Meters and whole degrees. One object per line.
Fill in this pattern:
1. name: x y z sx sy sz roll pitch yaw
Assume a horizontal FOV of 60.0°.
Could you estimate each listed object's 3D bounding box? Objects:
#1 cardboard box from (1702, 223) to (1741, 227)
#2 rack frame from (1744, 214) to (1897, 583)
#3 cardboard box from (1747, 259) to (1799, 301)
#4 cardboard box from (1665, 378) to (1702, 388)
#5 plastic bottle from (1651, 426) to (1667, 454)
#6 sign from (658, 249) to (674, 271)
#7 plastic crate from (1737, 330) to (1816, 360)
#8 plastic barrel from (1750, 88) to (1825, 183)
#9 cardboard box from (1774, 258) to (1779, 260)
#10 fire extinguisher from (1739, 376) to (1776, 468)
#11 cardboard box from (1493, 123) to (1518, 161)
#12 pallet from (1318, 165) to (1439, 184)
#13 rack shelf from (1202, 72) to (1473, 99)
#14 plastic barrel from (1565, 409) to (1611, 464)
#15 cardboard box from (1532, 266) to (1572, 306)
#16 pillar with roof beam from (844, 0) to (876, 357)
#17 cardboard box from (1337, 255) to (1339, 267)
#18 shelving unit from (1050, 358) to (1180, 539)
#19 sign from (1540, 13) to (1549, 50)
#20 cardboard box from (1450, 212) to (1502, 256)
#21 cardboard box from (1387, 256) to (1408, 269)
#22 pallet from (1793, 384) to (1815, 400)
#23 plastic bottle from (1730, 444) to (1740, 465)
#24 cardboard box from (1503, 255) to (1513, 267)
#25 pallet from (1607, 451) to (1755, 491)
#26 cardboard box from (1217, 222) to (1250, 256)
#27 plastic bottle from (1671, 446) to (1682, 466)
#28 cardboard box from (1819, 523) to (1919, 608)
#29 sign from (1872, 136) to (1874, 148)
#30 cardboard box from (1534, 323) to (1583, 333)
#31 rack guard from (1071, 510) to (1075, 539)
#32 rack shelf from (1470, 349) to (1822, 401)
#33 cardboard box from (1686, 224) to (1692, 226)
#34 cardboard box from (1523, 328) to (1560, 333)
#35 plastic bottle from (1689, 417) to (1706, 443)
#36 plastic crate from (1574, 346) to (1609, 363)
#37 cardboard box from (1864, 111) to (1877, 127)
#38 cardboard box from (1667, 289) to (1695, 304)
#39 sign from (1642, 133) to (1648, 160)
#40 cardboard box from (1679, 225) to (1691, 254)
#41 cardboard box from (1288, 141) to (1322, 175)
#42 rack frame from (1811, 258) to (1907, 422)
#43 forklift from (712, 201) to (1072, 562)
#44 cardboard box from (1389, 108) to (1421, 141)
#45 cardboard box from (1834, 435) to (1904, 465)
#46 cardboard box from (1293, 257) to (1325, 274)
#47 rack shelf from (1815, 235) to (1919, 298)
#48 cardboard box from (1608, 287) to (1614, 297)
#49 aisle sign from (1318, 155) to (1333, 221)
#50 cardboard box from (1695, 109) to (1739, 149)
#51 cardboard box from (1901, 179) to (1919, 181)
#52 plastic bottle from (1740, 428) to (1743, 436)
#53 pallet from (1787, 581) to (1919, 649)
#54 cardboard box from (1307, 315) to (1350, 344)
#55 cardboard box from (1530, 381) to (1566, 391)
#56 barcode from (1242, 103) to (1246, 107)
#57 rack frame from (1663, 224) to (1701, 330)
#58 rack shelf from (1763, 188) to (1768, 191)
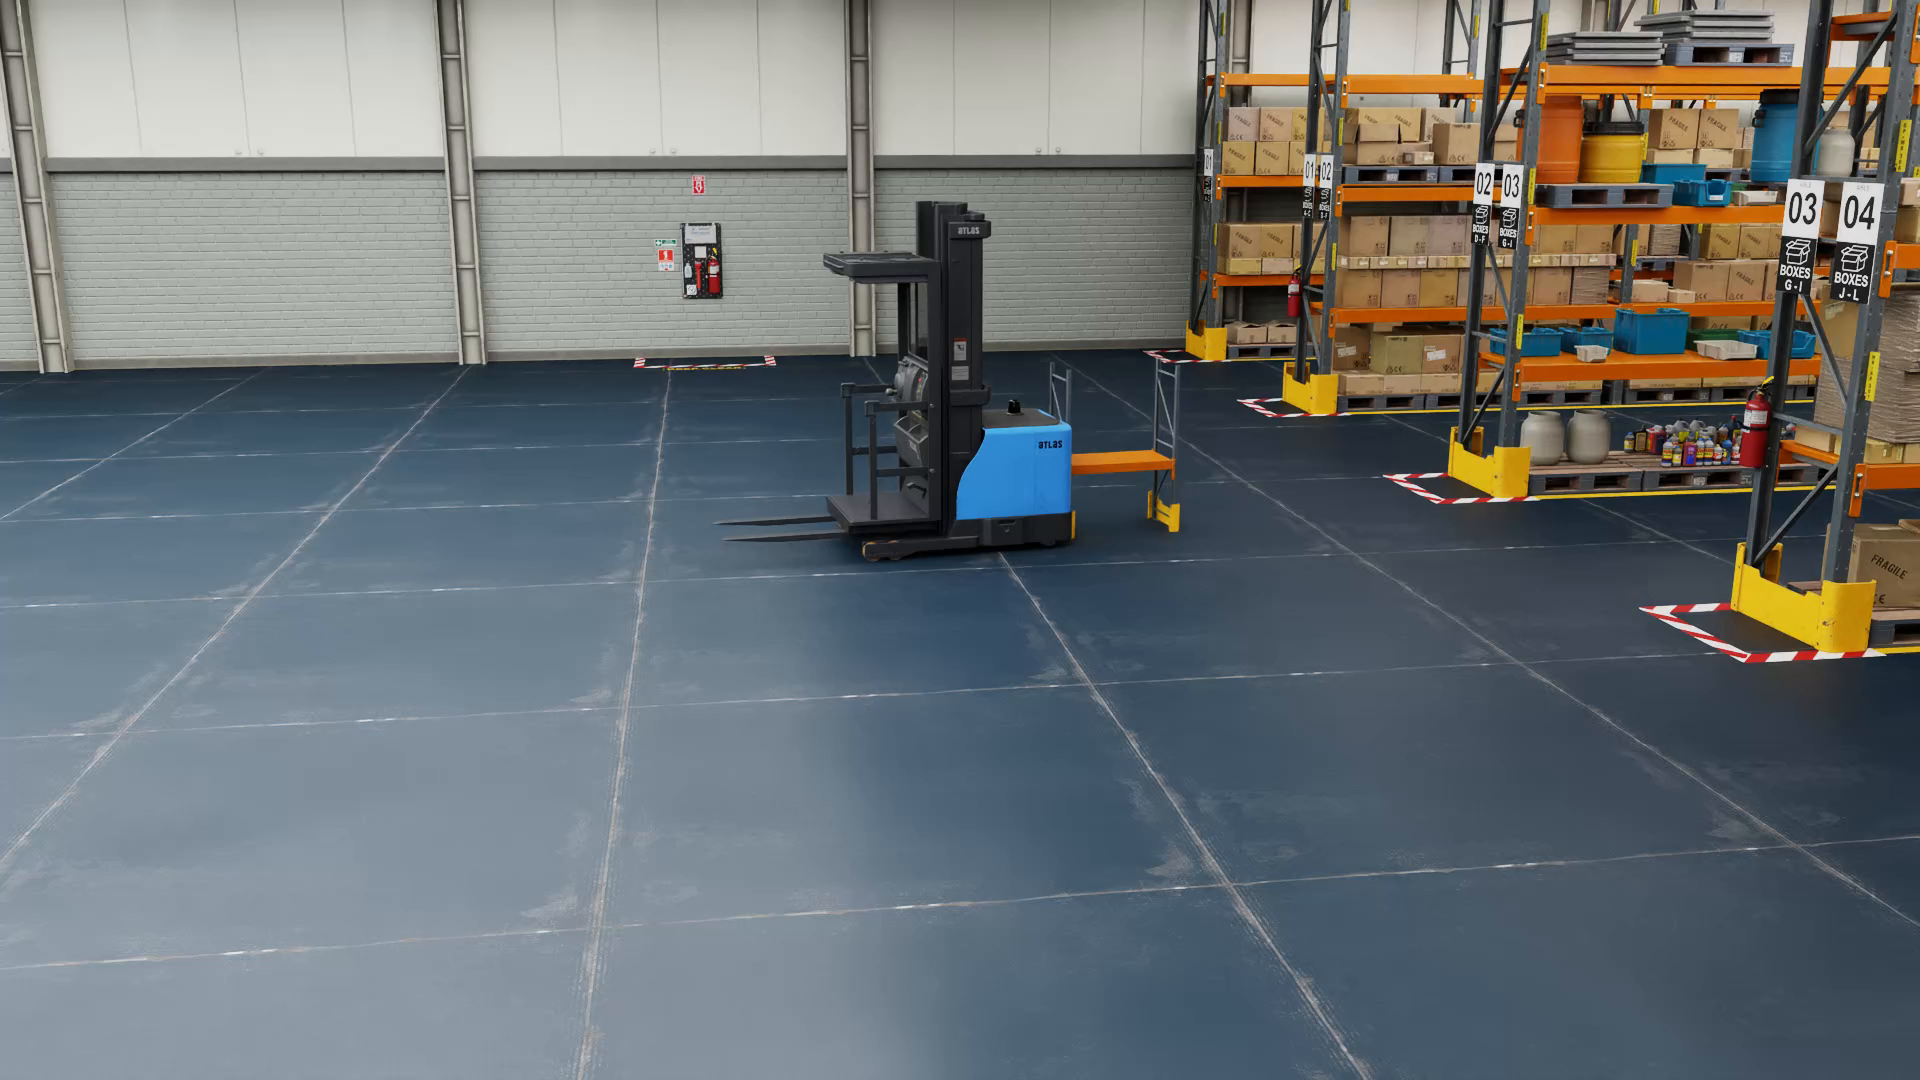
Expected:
1. cardboard box: 12.248 -5.195 26.870 0.500 0.250 0.500 -2 14 -7
2. rack frame: 6.035 -0.809 11.781 0.127 3.000 1.000 -2 14 -8
3. cardboard box: 10.817 -3.466 22.168 0.500 0.500 0.500 -3 14 -11
4. cardboard box: 9.460 -2.180 22.037 0.500 0.250 0.500 -2 14 -7
5. plastic bottle: 7.318 -1.045 17.402 0.133 0.283 0.061 -2 14 -8
6. sign: -4.560 -4.341 25.791 0.234 0.329 0.001 -2 14 -8
7. plastic crate: 8.199 -1.968 16.707 0.616 0.251 0.499 -2 14 -8
8. plastic barrel: 8.252 -4.037 16.591 0.708 0.901 0.600 -2 14 -8
9. cardboard box: 13.360 -4.571 27.256 0.250 0.149 0.380 -2 14 -7
10. fire extinguisher: 5.853 -0.878 12.216 0.183 0.674 0.296 -2 14 -8
11. cardboard box: 6.871 -5.084 21.298 0.637 0.503 0.797 -1 14 -2
12. pallet: 5.266 -4.623 21.006 1.213 0.211 1.003 -2 14 -8
13. rack shelf: 5.799 -7.015 25.681 4.000 0.370 1.077 -2 14 -8
14. plastic barrel: 6.432 -1.058 17.024 0.421 0.512 0.421 0 14 0
15. cardboard box: 7.560 -3.347 21.696 0.500 0.500 0.700 -2 14 -9
16. pillar with roof beam: -0.907 -6.274 21.238 0.400 9.000 9.100 -2 14 -8
17. cardboard box: 4.912 -3.615 21.430 0.250 0.149 0.380 -2 14 -9
18. shelving unit: 1.387 -0.839 14.985 1.083 1.500 0.587 -4 15 -15
19. sign: 5.375 -4.676 15.299 0.005 0.325 0.100 -2 14 -8
20. cardboard box: 6.592 -3.942 21.403 0.500 0.500 0.700 -2 14 -8
21. cardboard box: 5.491 -3.536 21.117 0.250 0.149 0.380 -2 14 -8
22. pallet: 11.654 -2.109 22.696 1.213 0.211 1.003 -2 14 -8
23. plastic bottle: 7.875 -0.874 16.889 0.097 0.201 0.097 0 14 0
24. cardboard box: 7.025 -3.593 21.343 0.250 0.149 0.380 -2 14 -7
25. pallet: 7.373 -0.733 17.212 1.213 0.211 1.003 -2 14 -8
26. cardboard box: 4.256 -4.752 26.230 0.500 0.500 0.500 -2 14 -9
27. plastic bottle: 7.239 -0.851 16.796 0.097 0.201 0.097 0 14 0
28. cardboard box: 6.655 0.181 12.108 0.500 0.500 0.500 1 14 2
29. sign: 12.395 -5.318 22.532 0.005 0.325 0.100 -2 14 -8
30. cardboard box: 8.013 -2.629 22.286 0.500 0.500 0.500 -2 14 -8
31. rack guard: 0.907 -0.201 15.009 0.087 0.250 0.587 -4 15 -15
32. rack shelf: 7.275 -1.724 16.908 4.000 0.370 1.077 -2 14 -8
33. cardboard box: 12.142 -5.318 27.362 0.500 0.250 0.500 -2 14 -7
34. cardboard box: 7.596 -2.486 21.715 0.500 0.500 0.500 -2 14 -8
35. plastic bottle: 7.785 -1.122 17.571 0.185 0.351 0.144 -2 14 -9
36. plastic crate: 6.230 -1.827 16.384 0.250 0.136 0.298 -2 14 -8
37. cardboard box: 14.798 -6.898 27.244 0.500 0.250 0.500 -1 14 -4
38. cardboard box: 9.425 -3.198 21.823 0.250 0.149 0.380 -2 14 -8
39. sign: 8.602 -4.947 20.891 0.005 0.325 0.100 -2 14 -8
40. cardboard box: 12.160 -4.956 27.460 0.500 0.500 0.500 -2 14 -8
41. cardboard box: 5.238 -5.879 25.585 0.500 0.500 0.500 -1 14 -6
42. rack frame: 9.252 -2.145 17.109 0.127 3.000 1.000 -2 14 -8
43. forklift: -0.600 -1.381 14.205 3.031 2.935 1.130 -4 15 -15
44. cardboard box: 6.778 -6.420 25.688 0.500 0.500 0.500 -1 14 -5
45. cardboard box: 6.352 -0.640 11.624 0.250 0.149 0.380 -2 14 -8
46. cardboard box: 5.367 -4.301 25.972 0.500 0.250 0.500 -2 14 -9
47. rack shelf: 8.013 -1.987 11.792 4.000 0.370 1.077 -2 14 -8
48. cardboard box: 10.455 -3.994 27.173 0.500 0.250 0.500 -2 14 -7
49. aisle sign: 4.544 -4.377 20.663 0.004 0.787 0.394 -2 14 -8
50. cardboard box: 9.694 -5.325 21.528 0.500 0.500 0.500 -1 14 -3
51. cardboard box: 6.538 -2.451 11.650 0.250 0.149 0.380 -3 14 -10
52. plastic bottle: 8.267 -1.071 17.532 0.097 0.271 0.097 0 14 0
53. pallet: 6.919 0.520 12.214 1.213 0.211 1.003 -2 14 -8
54. cardboard box: 5.815 -3.423 26.438 0.500 0.500 0.700 -3 14 -12
55. cardboard box: 7.596 -2.122 21.805 0.500 0.250 0.500 -2 14 -8
56. barcode: 4.449 -6.809 26.044 0.075 0.075 0.001 -2 14 -8
57. rack frame: 11.732 -4.673 27.189 0.127 3.000 1.000 -2 14 -8
58. rack shelf: 10.496 -4.515 21.872 4.000 0.370 1.077 -2 14 -8
